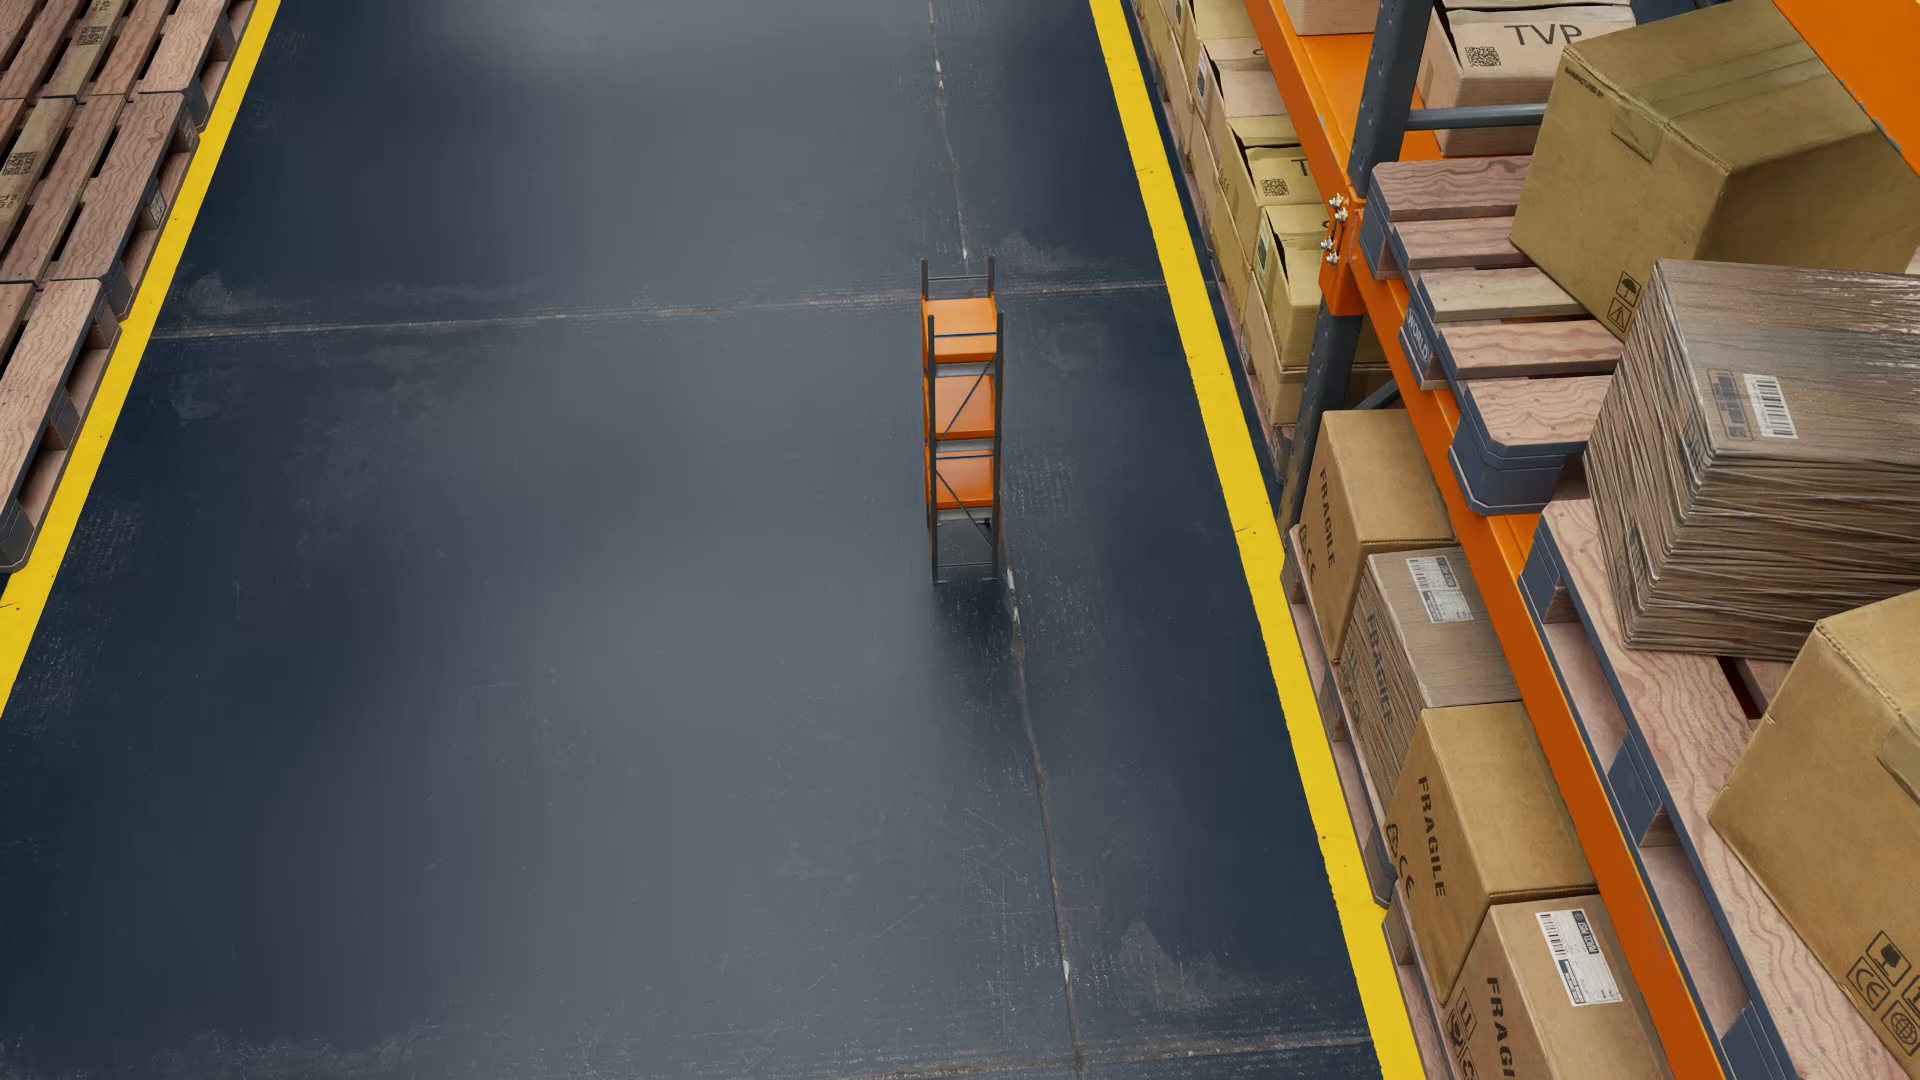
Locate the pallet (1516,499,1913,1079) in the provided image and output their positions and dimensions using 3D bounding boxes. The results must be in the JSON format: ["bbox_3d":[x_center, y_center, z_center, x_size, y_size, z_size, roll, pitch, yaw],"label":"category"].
[{"bbox_3d":[1.678,0.402,2.936,1.003,0.211,1.213,-3,47,-3],"label":"pallet"}]

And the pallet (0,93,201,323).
[{"bbox_3d":[-3.551,-1.257,6.295,1.003,0.211,1.213,-3,47,-3],"label":"pallet"}]

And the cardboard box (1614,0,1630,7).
[{"bbox_3d":[1.629,-1.699,4.854,0.500,0.311,0.500,-4,47,-4],"label":"cardboard box"}]

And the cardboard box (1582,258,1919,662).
[{"bbox_3d":[1.562,-0.127,2.947,0.700,0.500,0.500,4,47,4],"label":"cardboard box"}]

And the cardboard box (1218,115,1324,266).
[{"bbox_3d":[1.171,-1.202,5.541,0.500,0.311,0.500,-4,47,-4],"label":"cardboard box"}]

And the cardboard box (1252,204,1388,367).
[{"bbox_3d":[1.221,-0.826,5.185,0.500,0.311,0.500,-2,47,-2],"label":"cardboard box"}]

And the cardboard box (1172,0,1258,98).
[{"bbox_3d":[1.092,-1.930,6.230,0.500,0.311,0.500,-2,47,-2],"label":"cardboard box"}]

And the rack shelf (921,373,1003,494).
[{"bbox_3d":[0.004,-0.315,4.840,0.215,0.259,0.240,-3,47,-3],"label":"rack shelf"}]

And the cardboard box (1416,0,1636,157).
[{"bbox_3d":[1.524,-1.306,4.482,0.500,0.311,0.500,-1,47,-1],"label":"cardboard box"}]

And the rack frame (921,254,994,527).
[{"bbox_3d":[-0.006,-0.411,4.916,0.200,1.050,0.008,-3,47,-3],"label":"rack frame"}]

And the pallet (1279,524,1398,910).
[{"bbox_3d":[1.535,0.431,4.697,1.003,0.211,1.213,-3,47,-3],"label":"pallet"}]

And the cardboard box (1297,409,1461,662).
[{"bbox_3d":[1.264,-0.016,4.618,0.500,0.500,0.500,-2,47,-2],"label":"cardboard box"}]

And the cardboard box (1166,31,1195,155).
[{"bbox_3d":[1.092,-1.744,6.441,0.500,0.250,0.500,-3,47,-3],"label":"cardboard box"}]

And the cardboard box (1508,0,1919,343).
[{"bbox_3d":[1.676,-0.801,3.584,0.700,0.500,0.500,-18,49,-16],"label":"cardboard box"}]

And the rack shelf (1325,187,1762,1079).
[{"bbox_3d":[1.678,0.624,3.089,1.077,0.370,4.000,-3,47,-3],"label":"rack shelf"}]

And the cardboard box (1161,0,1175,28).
[{"bbox_3d":[1.043,-2.305,6.586,0.500,0.311,0.500,-5,47,-5],"label":"cardboard box"}]

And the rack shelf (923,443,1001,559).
[{"bbox_3d":[0.004,-0.124,5.042,0.215,0.259,0.240,-3,47,-3],"label":"rack shelf"}]

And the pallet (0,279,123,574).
[{"bbox_3d":[-3.452,-0.376,5.461,1.003,0.211,1.213,-3,47,-3],"label":"pallet"}]

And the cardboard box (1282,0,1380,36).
[{"bbox_3d":[1.160,-1.618,4.890,0.380,0.149,0.250,-3,47,-3],"label":"cardboard box"}]

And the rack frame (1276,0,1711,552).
[{"bbox_3d":[1.511,-1.071,4.198,1.000,3.000,0.127,-3,47,-3],"label":"rack frame"}]

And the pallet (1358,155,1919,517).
[{"bbox_3d":[1.637,-0.519,3.807,1.213,0.211,1.003,-3,47,-3],"label":"pallet"}]

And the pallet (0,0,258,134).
[{"bbox_3d":[-3.656,-2.142,7.133,1.003,0.211,1.213,-3,47,-3],"label":"pallet"}]

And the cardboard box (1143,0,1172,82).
[{"bbox_3d":[1.050,-2.112,6.789,0.500,0.250,0.500,-5,47,-5],"label":"cardboard box"}]

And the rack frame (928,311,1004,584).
[{"bbox_3d":[0.015,-0.234,4.749,0.200,1.050,0.008,-3,47,-3],"label":"rack frame"}]

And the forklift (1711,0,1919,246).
[{"bbox_3d":[3.326,-1.333,4.494,1.130,2.935,3.031,-5,47,-5],"label":"forklift"}]

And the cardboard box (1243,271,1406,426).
[{"bbox_3d":[1.223,-0.635,5.390,0.500,0.250,0.500,-2,47,-2],"label":"cardboard box"}]

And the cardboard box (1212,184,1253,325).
[{"bbox_3d":[1.177,-1.008,5.743,0.500,0.250,0.500,-4,47,-4],"label":"cardboard box"}]

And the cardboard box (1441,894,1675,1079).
[{"bbox_3d":[1.399,1.103,3.558,0.500,0.500,0.500,-5,47,-5],"label":"cardboard box"}]

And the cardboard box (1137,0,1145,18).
[{"bbox_3d":[1.004,-2.487,7.144,0.500,0.250,0.500,-2,47,-2],"label":"cardboard box"}]

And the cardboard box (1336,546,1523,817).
[{"bbox_3d":[1.313,0.363,4.259,0.500,0.500,0.500,-5,47,-5],"label":"cardboard box"}]

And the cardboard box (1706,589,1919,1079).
[{"bbox_3d":[1.636,0.370,2.476,0.700,0.500,0.500,-14,48,-13],"label":"cardboard box"}]

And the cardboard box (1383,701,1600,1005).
[{"bbox_3d":[1.350,0.726,3.915,0.500,0.500,0.500,-4,47,-4],"label":"cardboard box"}]

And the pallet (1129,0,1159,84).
[{"bbox_3d":[1.276,-2.475,7.449,1.003,0.211,1.213,-3,47,-3],"label":"pallet"}]

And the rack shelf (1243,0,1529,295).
[{"bbox_3d":[1.343,-2.270,5.830,1.077,0.370,4.000,-3,47,-3],"label":"rack shelf"}]

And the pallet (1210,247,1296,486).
[{"bbox_3d":[1.480,-0.710,5.777,1.003,0.211,1.213,-3,47,-3],"label":"pallet"}]

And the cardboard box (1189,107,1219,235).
[{"bbox_3d":[1.138,-1.372,6.088,0.500,0.250,0.500,-3,47,-2],"label":"cardboard box"}]

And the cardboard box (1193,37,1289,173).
[{"bbox_3d":[1.132,-1.567,5.887,0.500,0.311,0.500,-4,47,-4],"label":"cardboard box"}]

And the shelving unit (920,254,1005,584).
[{"bbox_3d":[0.004,-0.322,4.832,0.215,1.050,0.252,-3,47,-3],"label":"shelving unit"}]

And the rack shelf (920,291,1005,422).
[{"bbox_3d":[0.004,-0.510,4.634,0.215,0.259,0.240,-3,47,-3],"label":"rack shelf"}]

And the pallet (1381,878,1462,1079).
[{"bbox_3d":[1.634,1.311,3.863,1.003,0.211,1.213,-3,47,-3],"label":"pallet"}]

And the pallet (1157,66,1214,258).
[{"bbox_3d":[1.381,-1.591,6.611,1.003,0.211,1.213,-3,47,-3],"label":"pallet"}]
